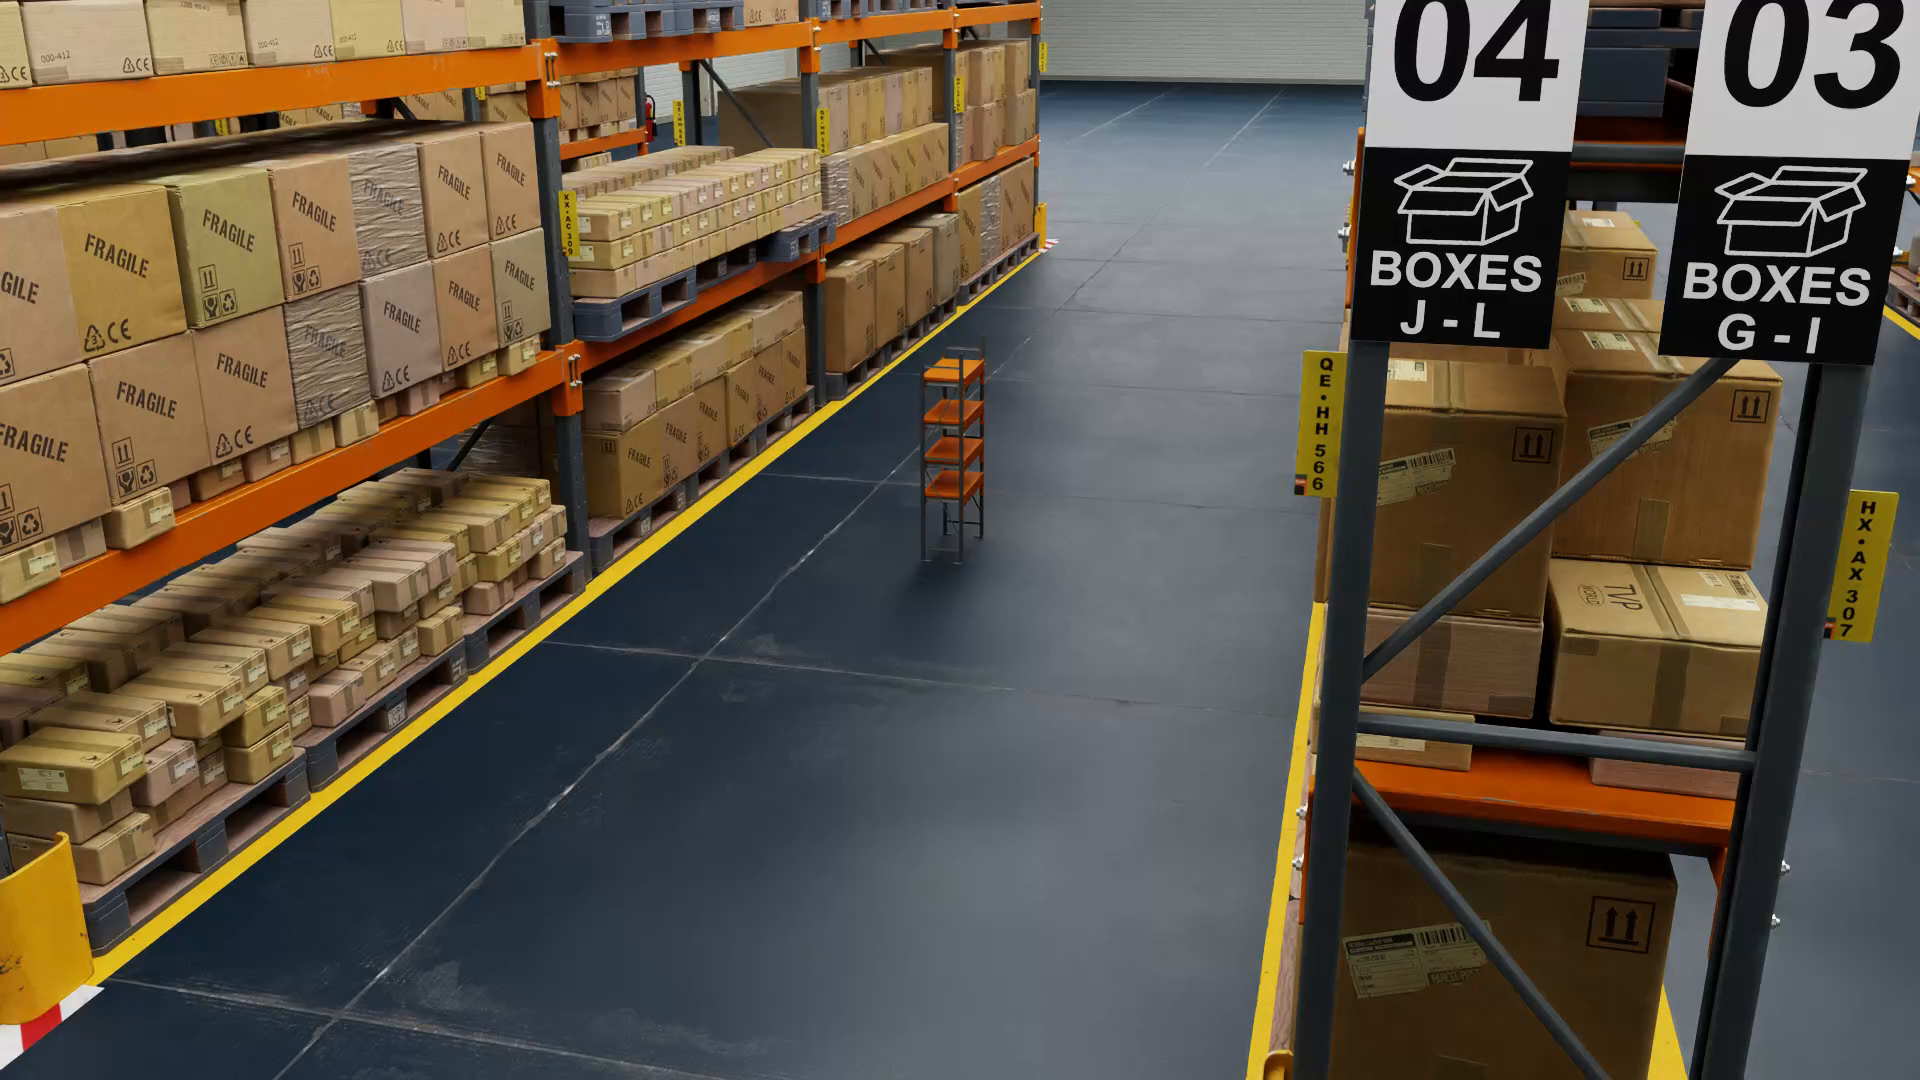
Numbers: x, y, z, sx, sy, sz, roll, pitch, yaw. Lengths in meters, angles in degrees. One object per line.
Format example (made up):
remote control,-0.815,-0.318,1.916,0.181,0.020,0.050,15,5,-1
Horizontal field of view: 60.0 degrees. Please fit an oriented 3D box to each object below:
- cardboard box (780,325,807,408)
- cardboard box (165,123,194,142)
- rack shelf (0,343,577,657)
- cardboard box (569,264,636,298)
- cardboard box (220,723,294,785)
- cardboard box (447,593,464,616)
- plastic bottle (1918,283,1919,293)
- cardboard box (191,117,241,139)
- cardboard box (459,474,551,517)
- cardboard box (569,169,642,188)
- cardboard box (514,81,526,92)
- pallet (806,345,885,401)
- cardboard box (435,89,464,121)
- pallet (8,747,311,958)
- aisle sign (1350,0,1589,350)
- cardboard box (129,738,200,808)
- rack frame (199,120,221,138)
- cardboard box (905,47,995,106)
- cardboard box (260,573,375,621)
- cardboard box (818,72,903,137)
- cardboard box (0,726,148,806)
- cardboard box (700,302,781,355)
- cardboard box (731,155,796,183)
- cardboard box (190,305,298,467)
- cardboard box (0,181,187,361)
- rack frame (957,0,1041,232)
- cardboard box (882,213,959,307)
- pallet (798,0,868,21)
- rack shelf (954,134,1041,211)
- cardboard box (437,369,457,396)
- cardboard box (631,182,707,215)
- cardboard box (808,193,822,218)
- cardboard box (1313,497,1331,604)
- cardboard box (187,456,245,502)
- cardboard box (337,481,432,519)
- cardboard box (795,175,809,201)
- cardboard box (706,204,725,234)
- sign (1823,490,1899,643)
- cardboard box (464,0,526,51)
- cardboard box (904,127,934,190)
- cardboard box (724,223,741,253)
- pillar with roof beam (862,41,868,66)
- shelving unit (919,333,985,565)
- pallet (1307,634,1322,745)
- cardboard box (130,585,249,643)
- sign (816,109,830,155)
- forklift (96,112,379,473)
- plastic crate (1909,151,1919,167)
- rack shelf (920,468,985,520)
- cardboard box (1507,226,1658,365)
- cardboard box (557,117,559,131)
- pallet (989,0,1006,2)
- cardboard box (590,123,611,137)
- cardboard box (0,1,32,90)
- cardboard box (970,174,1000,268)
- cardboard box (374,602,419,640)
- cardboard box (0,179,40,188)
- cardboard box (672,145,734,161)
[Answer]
cardboard box,-1.426,-1.263,11.961,0.500,0.500,0.500,5,19,13
cardboard box,-6.216,-3.171,12.628,0.500,0.500,0.500,4,19,12
rack shelf,-2.984,-0.253,6.900,1.077,0.370,4.000,5,19,13
cardboard box,-1.953,-1.387,8.847,0.380,0.149,0.250,4,19,11
cardboard box,-2.827,0.807,6.446,0.380,0.149,0.250,5,19,14
cardboard box,-2.590,0.316,7.883,0.380,0.149,0.250,4,19,12
plastic bottle,9.254,-2.475,15.940,0.097,0.201,0.097,0,19,0
cardboard box,-6.009,-3.343,13.568,0.500,0.500,0.500,4,19,12
cardboard box,-2.330,-0.219,8.529,0.380,0.149,0.250,5,20,15
cardboard box,-2.203,-2.216,10.352,0.380,0.149,0.250,4,19,13
cardboard box,-4.902,-5.027,17.603,0.700,0.500,0.500,5,19,14
pallet,-1.253,-1.395,13.446,1.003,0.211,1.213,5,19,13
cardboard box,-5.256,-4.311,16.403,0.500,0.500,0.500,4,19,12
pallet,-3.222,1.078,6.206,1.003,0.211,1.213,5,19,13
aisle sign,1.003,-0.774,3.292,0.394,0.787,0.004,5,19,13
cardboard box,-2.974,0.818,5.953,0.380,0.149,0.250,5,19,13
rack frame,-6.343,-2.833,13.341,1.000,3.000,0.127,5,19,13
cardboard box,-0.131,-4.762,17.087,0.875,0.550,0.550,5,19,13
cardboard box,-2.745,0.265,7.112,0.380,0.149,0.250,5,19,14
cardboard box,-0.904,-3.772,14.389,0.700,0.500,0.500,5,19,14
cardboard box,-3.016,0.765,5.647,0.380,0.149,0.250,4,19,11
cardboard box,-1.544,-1.450,11.350,0.500,0.250,0.500,5,19,14
cardboard box,-1.321,-2.485,11.140,0.380,0.149,0.250,5,20,15
cardboard box,-2.857,-0.596,6.176,0.500,0.500,0.500,5,19,14
cardboard box,-2.989,-0.906,5.538,0.500,0.500,0.500,5,20,15
rack frame,0.436,-4.981,19.631,1.000,3.000,0.127,5,19,13
cardboard box,-0.606,-2.660,15.665,1.050,0.750,0.750,5,19,13
pallet,-1.413,-4.010,12.438,1.213,0.211,1.003,6,20,16
rack shelf,-0.052,-4.014,17.912,1.077,0.370,4.000,5,19,13
cardboard box,-2.549,-0.749,7.630,0.380,0.149,0.250,4,19,12
cardboard box,-1.701,-1.995,9.706,0.380,0.149,0.250,4,19,13
cardboard box,-1.193,-2.363,11.703,0.380,0.149,0.250,5,19,14
cardboard box,2.426,-0.192,8.247,1.225,0.875,0.875,5,19,14
cardboard box,-2.916,-0.261,6.201,0.380,0.149,0.250,4,19,13
cardboard box,-2.906,-0.178,8.408,0.380,0.149,0.250,6,20,16
cardboard box,-1.261,-2.420,11.410,0.380,0.149,0.250,5,20,15
cardboard box,-1.638,-1.939,10.004,0.380,0.149,0.250,4,19,12
sign,1.849,0.056,3.422,0.100,0.325,0.005,5,19,13
cardboard box,-2.354,-2.393,7.645,0.500,0.250,0.500,5,20,15
cardboard box,-0.533,-3.432,14.940,0.500,0.500,0.500,4,19,13
cardboard box,-1.575,-1.875,10.277,0.380,0.149,0.250,4,19,11
pillar with roof beam,1.258,-17.486,46.960,9.100,9.000,0.400,5,19,13
shelving unit,-0.040,-0.516,9.342,0.258,1.200,0.503,5,19,13
pallet,2.028,0.755,7.150,1.003,0.211,1.213,5,19,13
cardboard box,-3.224,0.313,6.972,0.380,0.149,0.250,4,19,12
sign,-0.990,-2.944,11.998,0.100,0.325,0.005,5,19,13
forklift,-5.110,-2.014,11.048,1.130,2.935,3.031,-17,25,-40
plastic crate,9.493,-3.787,16.542,0.298,0.136,0.250,5,19,13
rack shelf,-0.040,-0.264,9.428,0.258,0.148,0.480,5,19,13
cardboard box,2.310,-0.899,6.292,0.500,0.500,0.500,5,19,14
cardboard box,-4.753,-4.706,18.211,0.500,0.500,0.500,4,19,13
pallet,-0.031,-5.742,17.354,1.003,0.211,1.213,5,19,13
cardboard box,-4.344,-4.838,19.599,0.380,0.149,0.250,5,19,14
cardboard box,-3.115,-1.435,4.841,0.500,0.250,0.500,5,20,15
cardboard box,-0.103,-3.395,17.625,0.875,0.875,0.875,5,19,14
cardboard box,-2.652,0.319,7.413,0.380,0.149,0.250,4,19,11
cardboard box,-3.479,-0.949,5.665,0.500,0.500,0.500,4,19,12
cardboard box,-1.820,-2.704,11.783,0.380,0.149,0.250,5,19,13
